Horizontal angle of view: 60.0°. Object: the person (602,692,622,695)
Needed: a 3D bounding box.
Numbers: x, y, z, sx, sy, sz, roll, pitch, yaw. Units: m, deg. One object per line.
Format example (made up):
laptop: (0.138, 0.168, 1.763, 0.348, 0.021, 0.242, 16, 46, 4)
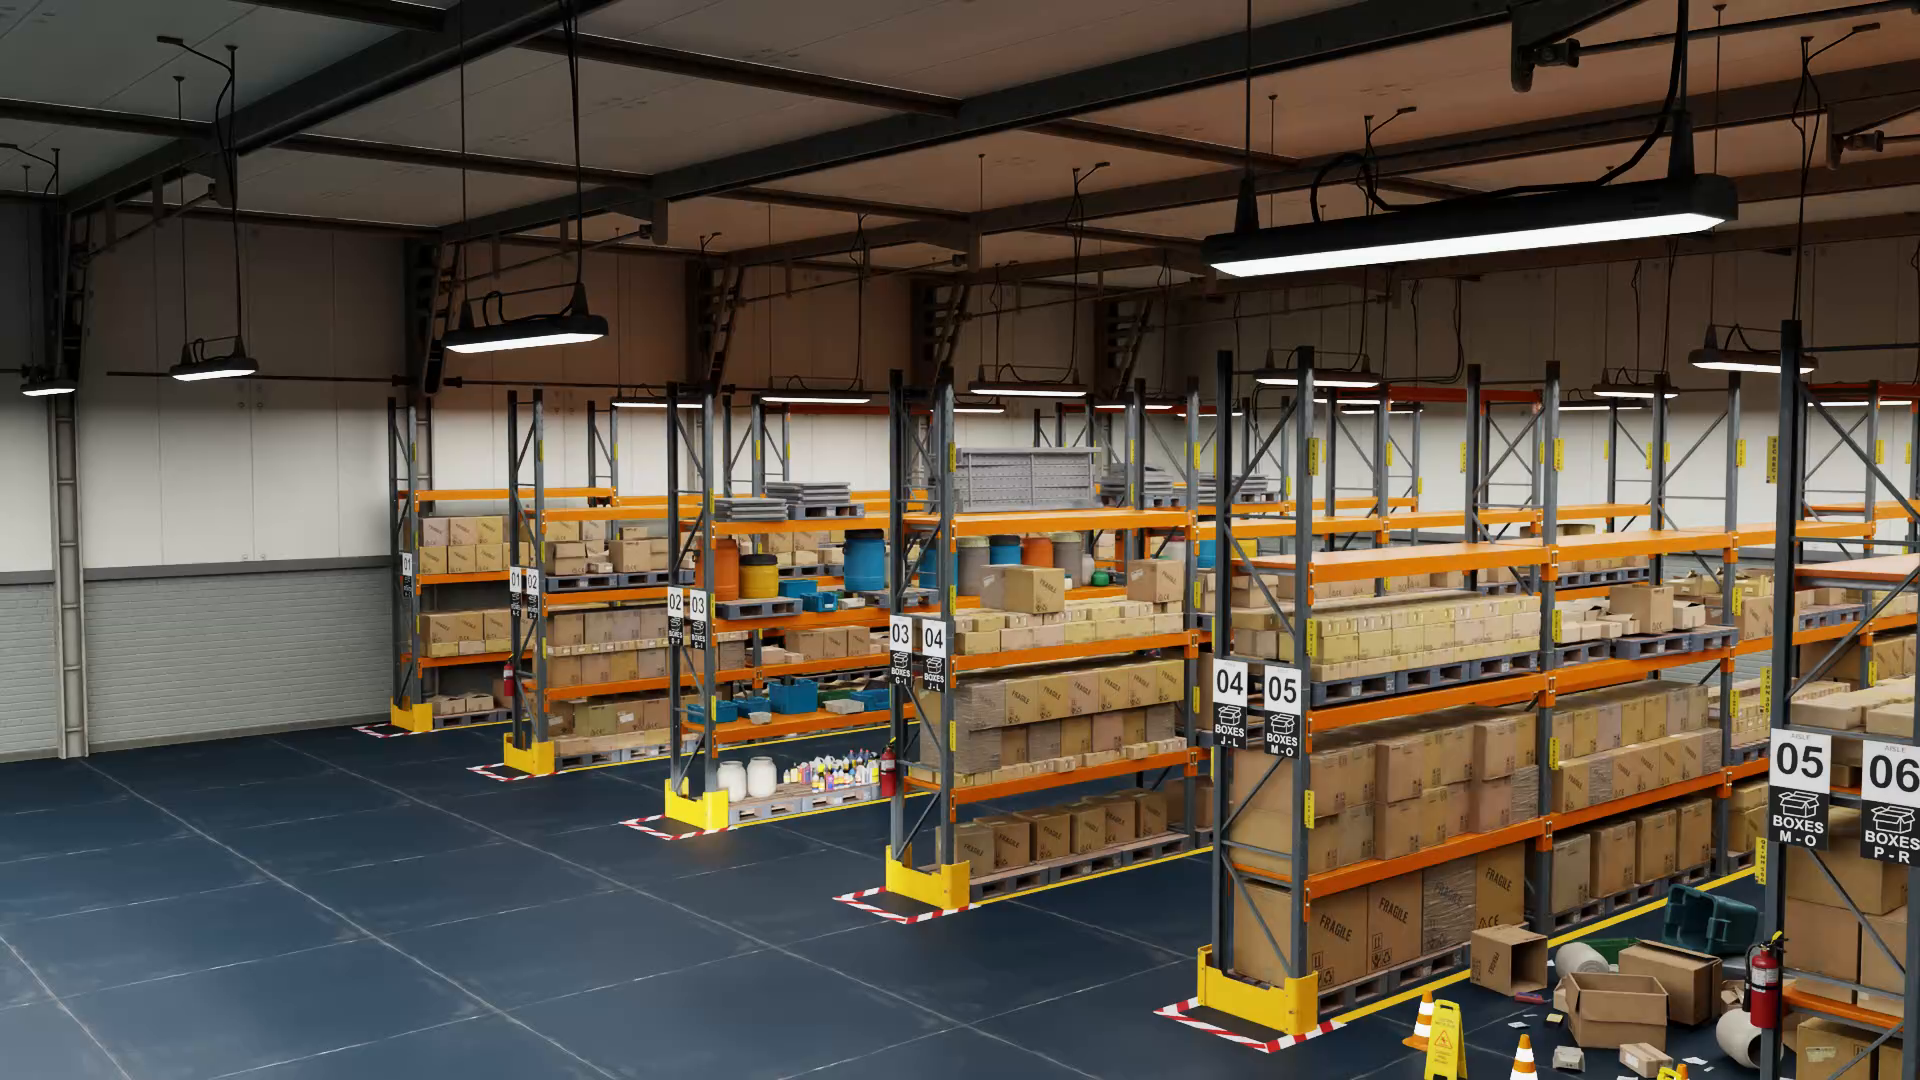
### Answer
person: (-6.092, 2.613, 29.329, 0.504, 1.686, 0.367, -3, 4, -40)
